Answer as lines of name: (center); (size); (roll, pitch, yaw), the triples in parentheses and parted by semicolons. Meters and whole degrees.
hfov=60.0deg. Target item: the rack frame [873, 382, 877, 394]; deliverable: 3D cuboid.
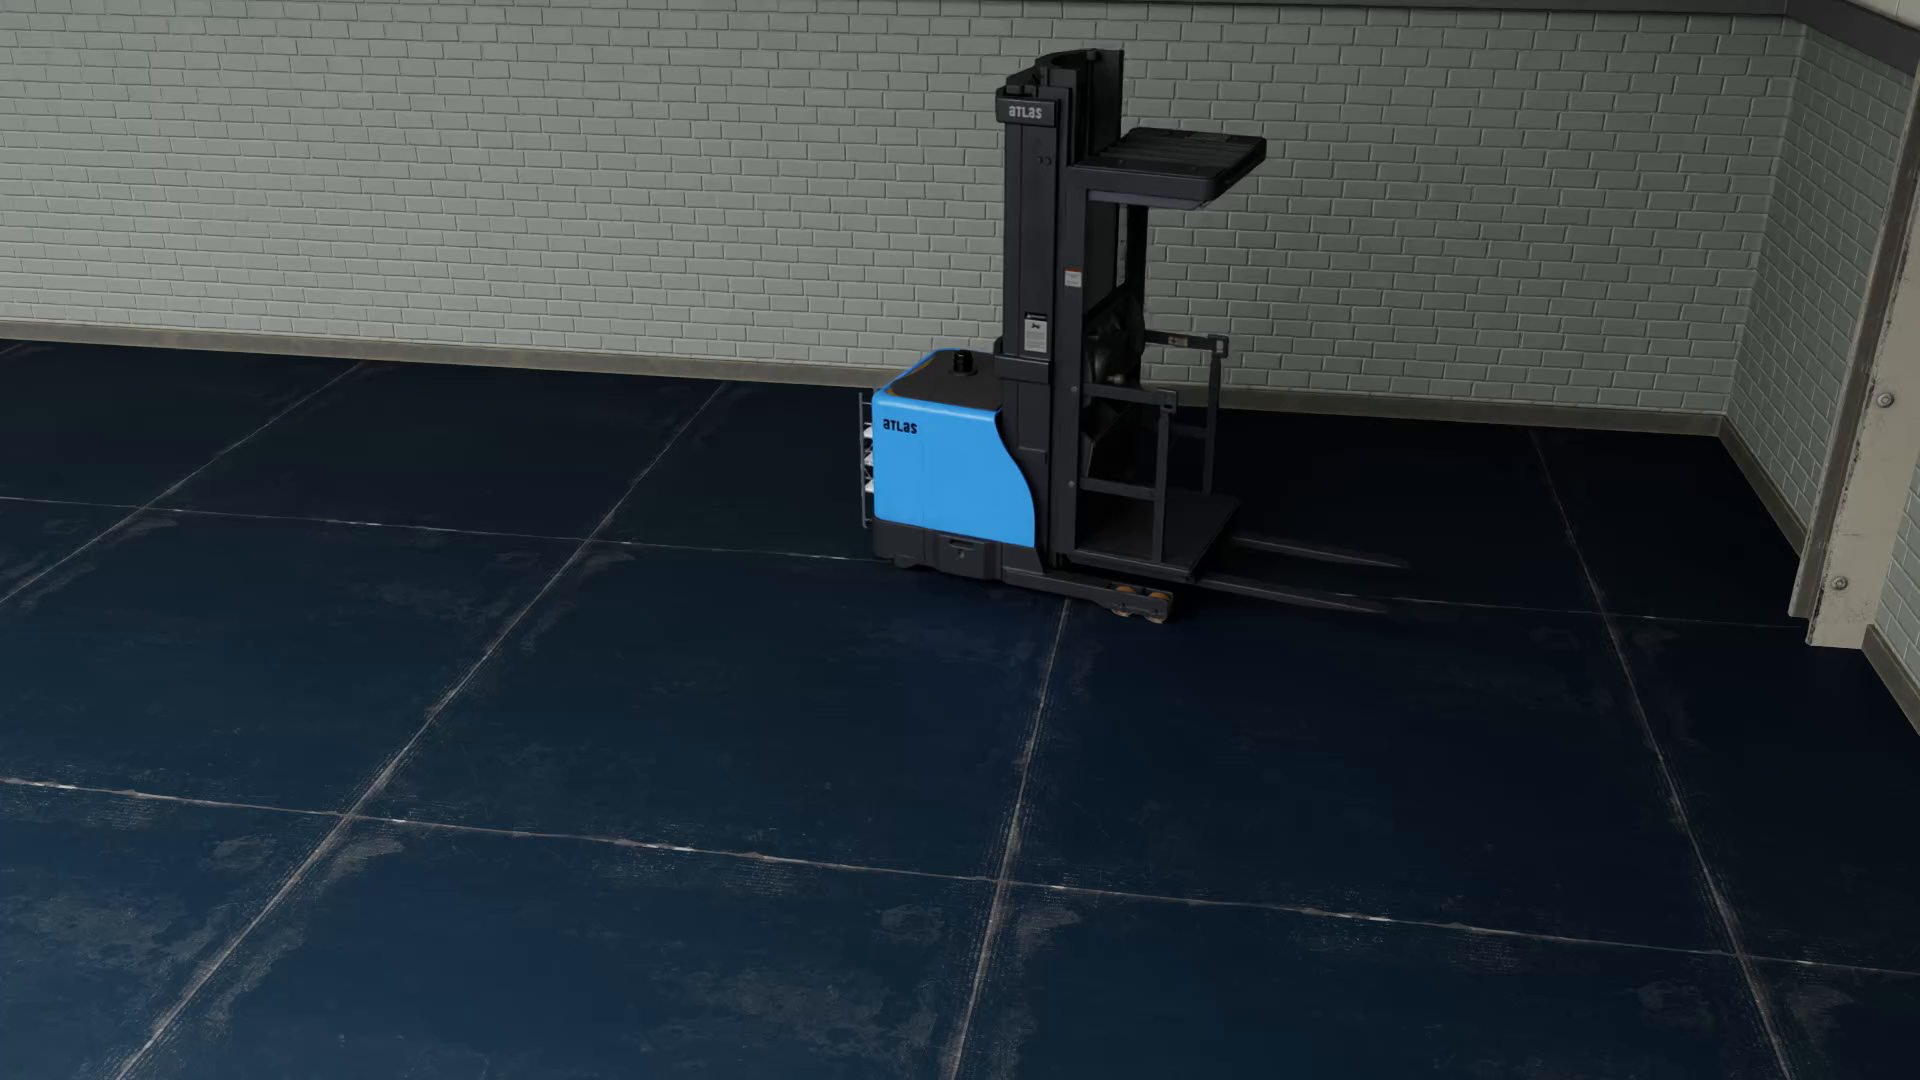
rack frame: (-0.420, -0.544, 10.351); (0.240, 0.900, 0.006); (10, 27, 20)

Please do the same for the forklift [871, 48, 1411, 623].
forklift: (1.041, -1.123, 9.191); (3.031, 2.935, 1.130); (11, 27, 21)

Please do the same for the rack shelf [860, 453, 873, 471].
rack shelf: (-0.459, -0.474, 10.280); (0.258, 0.077, 0.200); (10, 27, 20)

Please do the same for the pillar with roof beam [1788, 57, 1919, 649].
pillar with roof beam: (0.542, -3.876, 7.915); (9.100, 9.000, 0.400); (4, 25, 9)

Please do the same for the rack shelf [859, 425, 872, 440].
rack shelf: (-0.459, -0.637, 10.204); (0.258, 0.077, 0.200); (10, 27, 20)

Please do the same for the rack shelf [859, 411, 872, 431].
rack shelf: (-0.459, -0.719, 10.166); (0.258, 0.077, 0.200); (10, 27, 20)

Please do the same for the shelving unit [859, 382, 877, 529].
shelving unit: (-0.459, -0.504, 10.266); (0.258, 0.900, 0.210); (10, 27, 20)

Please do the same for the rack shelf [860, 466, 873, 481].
rack shelf: (-0.459, -0.393, 10.318); (0.258, 0.077, 0.200); (10, 27, 20)

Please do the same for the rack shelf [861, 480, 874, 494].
rack shelf: (-0.459, -0.311, 10.356); (0.258, 0.077, 0.200); (10, 27, 20)

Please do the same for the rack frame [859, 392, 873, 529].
rack frame: (-0.498, -0.464, 10.181); (0.240, 0.900, 0.006); (10, 27, 20)

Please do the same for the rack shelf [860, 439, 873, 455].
rack shelf: (-0.459, -0.556, 10.242); (0.258, 0.077, 0.200); (10, 27, 20)
